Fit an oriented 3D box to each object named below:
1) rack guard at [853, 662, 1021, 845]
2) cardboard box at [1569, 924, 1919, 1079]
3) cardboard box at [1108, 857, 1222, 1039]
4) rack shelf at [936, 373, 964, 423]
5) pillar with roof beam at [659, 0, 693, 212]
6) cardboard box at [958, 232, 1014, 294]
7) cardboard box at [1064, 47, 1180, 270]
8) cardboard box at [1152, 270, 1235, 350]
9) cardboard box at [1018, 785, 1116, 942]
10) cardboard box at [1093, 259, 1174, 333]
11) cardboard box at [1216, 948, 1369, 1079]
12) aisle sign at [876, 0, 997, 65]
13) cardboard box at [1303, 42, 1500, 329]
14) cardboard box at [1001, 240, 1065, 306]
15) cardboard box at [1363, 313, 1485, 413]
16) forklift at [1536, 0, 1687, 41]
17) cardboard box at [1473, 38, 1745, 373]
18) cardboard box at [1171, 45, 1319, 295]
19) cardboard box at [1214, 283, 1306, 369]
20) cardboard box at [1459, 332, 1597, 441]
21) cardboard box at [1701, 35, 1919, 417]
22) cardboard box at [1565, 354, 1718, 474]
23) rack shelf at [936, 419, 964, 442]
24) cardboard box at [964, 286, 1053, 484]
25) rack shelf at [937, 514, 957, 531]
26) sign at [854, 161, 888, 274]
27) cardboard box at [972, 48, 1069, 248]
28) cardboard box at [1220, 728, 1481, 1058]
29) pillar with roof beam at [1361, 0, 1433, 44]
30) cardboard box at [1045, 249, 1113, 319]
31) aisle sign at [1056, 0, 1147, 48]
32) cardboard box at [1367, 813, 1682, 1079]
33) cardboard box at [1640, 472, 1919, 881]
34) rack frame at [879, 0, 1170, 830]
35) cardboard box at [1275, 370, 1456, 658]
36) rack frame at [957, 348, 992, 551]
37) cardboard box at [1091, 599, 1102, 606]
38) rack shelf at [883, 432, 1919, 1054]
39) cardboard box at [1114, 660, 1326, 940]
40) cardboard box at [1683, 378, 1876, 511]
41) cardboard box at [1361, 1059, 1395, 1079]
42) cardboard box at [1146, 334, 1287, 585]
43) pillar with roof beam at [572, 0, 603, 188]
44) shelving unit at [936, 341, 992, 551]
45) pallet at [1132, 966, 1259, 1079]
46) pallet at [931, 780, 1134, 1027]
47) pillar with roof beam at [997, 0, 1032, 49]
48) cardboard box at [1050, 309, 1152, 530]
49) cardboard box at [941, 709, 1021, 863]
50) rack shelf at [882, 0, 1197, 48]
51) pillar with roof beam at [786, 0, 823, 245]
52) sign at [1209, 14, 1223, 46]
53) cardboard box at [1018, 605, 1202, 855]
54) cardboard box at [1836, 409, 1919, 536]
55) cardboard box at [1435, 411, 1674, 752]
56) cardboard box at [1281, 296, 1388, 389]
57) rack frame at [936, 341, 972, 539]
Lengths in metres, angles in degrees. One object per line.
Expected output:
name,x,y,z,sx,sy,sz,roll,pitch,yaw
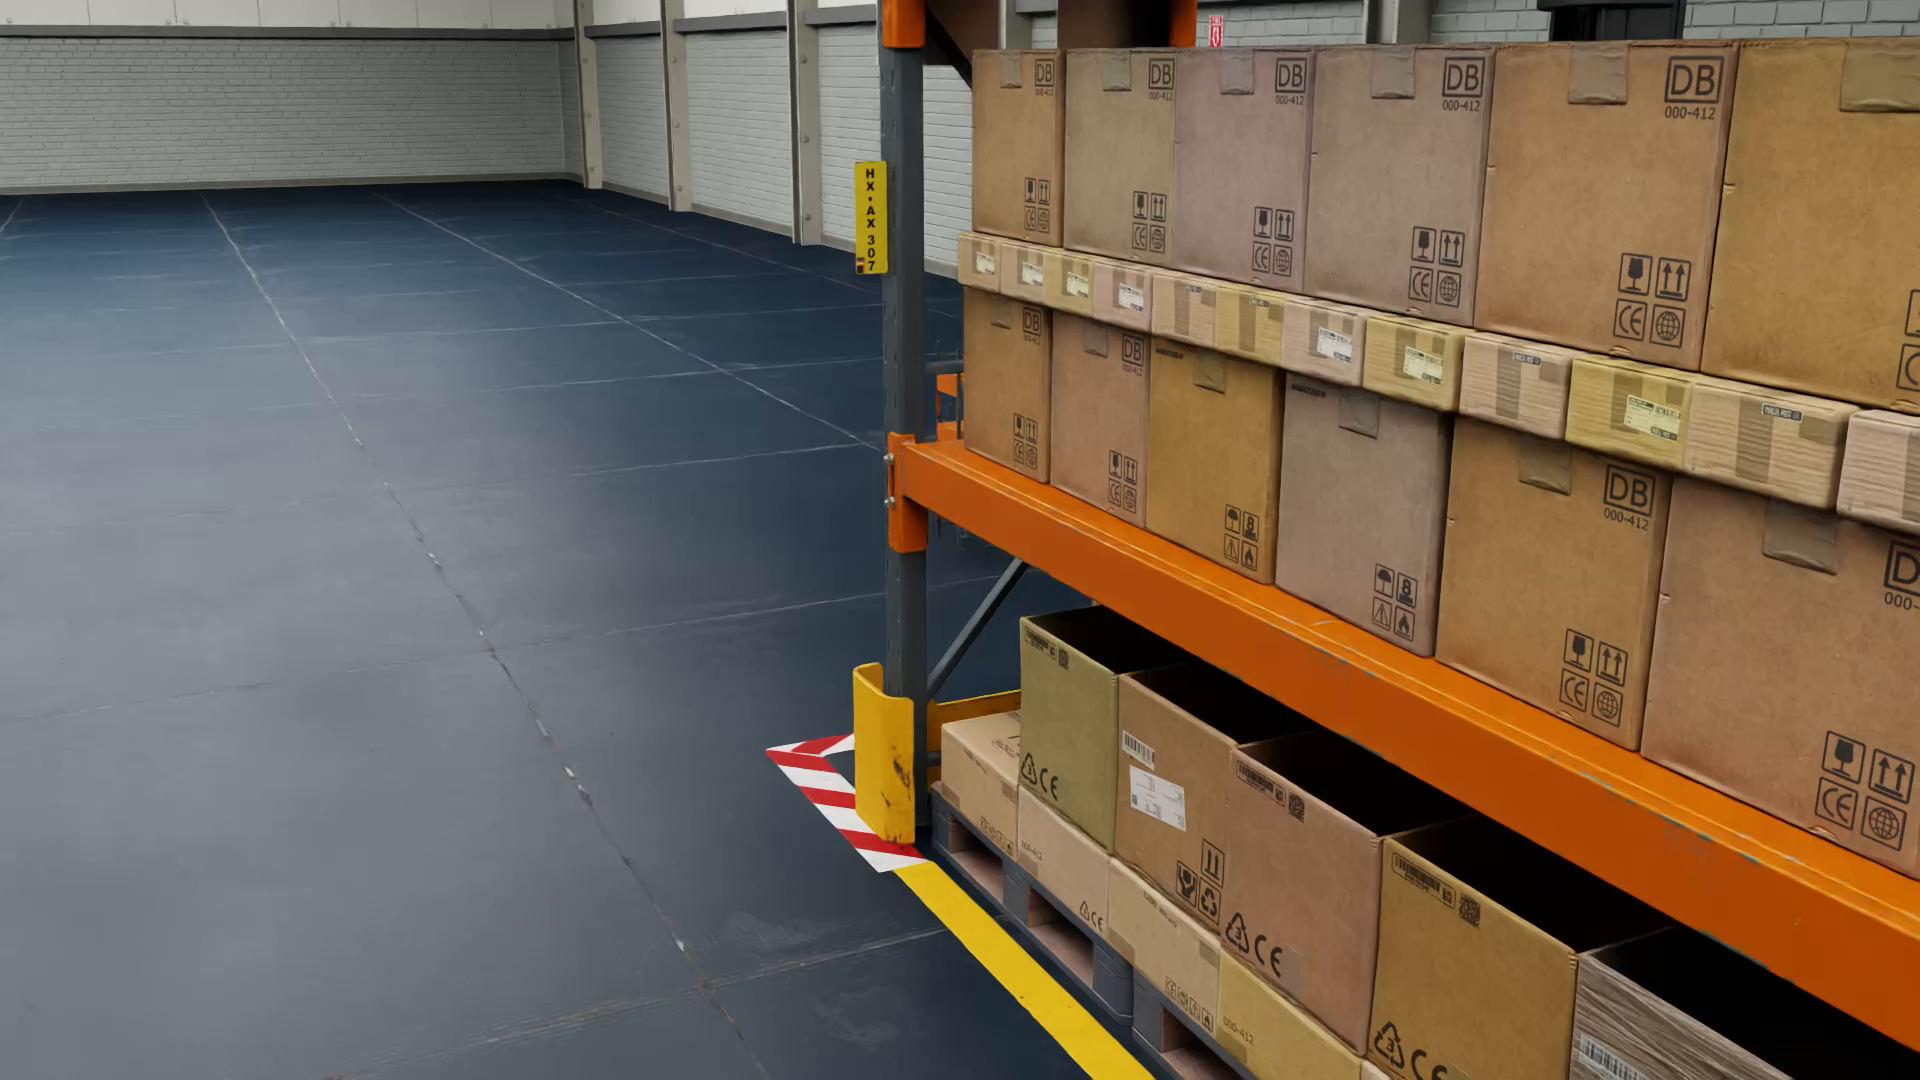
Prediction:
rack guard,0.228,0.632,5.643,1.175,0.500,0.348,-8,18,-25
cardboard box,1.383,0.973,2.785,0.500,0.500,0.500,-8,18,-25
cardboard box,0.715,0.963,4.179,0.500,0.250,0.500,-8,18,-25
rack shelf,0.023,-0.754,8.484,0.215,0.259,0.240,-8,18,-25
pillar with roof beam,-8.610,-9.409,25.223,9.100,9.000,0.400,-8,18,-25
cardboard box,0.217,-0.800,4.745,0.380,0.149,0.250,-8,18,-25
cardboard box,0.690,-0.975,4.178,0.700,0.500,0.500,-8,18,-26
cardboard box,0.671,-0.545,3.853,0.380,0.149,0.250,-8,18,-27
cardboard box,0.496,0.839,4.612,0.500,0.250,0.500,-8,18,-25
cardboard box,0.552,-0.610,4.083,0.380,0.149,0.250,-8,18,-26
cardboard box,0.929,1.088,3.745,0.500,0.250,0.500,-8,18,-25
aisle sign,-0.065,-1.793,4.847,0.394,0.787,0.004,-8,18,-25
cardboard box,1.131,-0.726,3.310,0.700,0.500,0.500,-8,18,-25
cardboard box,0.335,-0.735,4.518,0.380,0.149,0.250,-8,18,-26
cardboard box,1.005,-0.354,3.189,0.380,0.149,0.250,-7,17,-23
forklift,3.626,-1.361,8.180,3.031,2.935,1.130,1,16,3
cardboard box,1.350,-0.602,2.879,0.700,0.500,0.500,-8,18,-25
cardboard box,0.912,-0.851,3.743,0.700,0.500,0.500,-8,18,-25
cardboard box,0.783,-0.481,3.633,0.380,0.149,0.250,-8,18,-26
cardboard box,1.124,-0.289,2.961,0.380,0.149,0.250,-7,17,-23
cardboard box,1.569,-0.478,2.446,0.700,0.500,0.500,-8,18,-25
cardboard box,1.235,-0.226,2.743,0.380,0.149,0.250,-8,18,-25
rack shelf,0.023,-0.481,8.563,0.215,0.259,0.240,-8,18,-25
cardboard box,0.432,-0.495,4.855,0.700,0.500,0.500,-8,18,-25
rack shelf,0.023,-0.214,8.639,0.215,0.259,0.240,-8,18,-25
sign,-0.263,-0.953,4.919,0.100,0.325,0.005,-8,18,-25
cardboard box,0.455,-1.105,4.631,0.700,0.500,0.500,-8,18,-25
cardboard box,0.928,0.728,3.641,0.500,0.500,0.500,-8,18,-25
pillar with roof beam,-0.724,-4.946,9.670,9.100,9.000,0.400,-8,18,-25
cardboard box,0.443,-0.673,4.302,0.380,0.149,0.250,-8,18,-25
aisle sign,0.474,-1.865,5.100,0.394,0.787,0.004,-8,18,-25
cardboard box,1.160,0.850,3.216,0.500,0.500,0.500,-8,18,-25
cardboard box,1.554,0.141,2.642,0.700,0.500,0.500,-8,18,-25
rack frame,0.239,-0.564,5.278,1.000,3.000,0.127,-8,18,-25
cardboard box,1.112,-0.111,3.519,0.700,0.500,0.500,-7,17,-23
rack frame,0.077,-0.461,8.454,0.200,1.050,0.008,-8,18,-25
cardboard box,0.741,0.292,5.158,0.500,0.500,0.500,-8,18,-25
rack shelf,1.115,0.278,3.649,1.077,0.370,4.000,-8,18,-25
cardboard box,0.725,0.601,4.081,0.500,0.500,0.500,-8,18,-25
cardboard box,1.340,-0.165,2.529,0.380,0.149,0.250,-8,18,-25
cardboard box,1.149,1.212,3.314,0.500,0.250,0.500,-8,18,-25
cardboard box,0.878,-0.241,3.972,0.700,0.500,0.500,-8,18,-25
pillar with roof beam,-11.238,-10.897,30.408,9.100,9.000,0.400,-8,18,-25
shelving unit,0.023,-0.491,8.560,0.215,1.050,0.252,-8,18,-25
pallet,1.142,1.263,3.967,1.003,0.211,1.213,-8,18,-25
pallet,0.611,0.961,5.019,1.003,0.211,1.213,-8,18,-25
pillar with roof beam,-3.353,-6.433,14.855,9.100,9.000,0.400,-8,18,-25
cardboard box,0.666,-0.365,4.404,0.700,0.500,0.500,-7,17,-23
cardboard box,0.274,0.716,5.042,0.500,0.250,0.500,-8,18,-25
rack shelf,1.115,-1.164,3.235,1.077,0.370,4.000,-8,18,-25
pillar with roof beam,-5.981,-7.921,20.039,9.100,9.000,0.400,-8,18,-25
sign,2.184,-4.328,14.191,0.001,0.298,0.199,-8,18,-25
cardboard box,0.494,0.479,4.507,0.500,0.500,0.500,-8,18,-25
cardboard box,1.456,-0.100,2.303,0.380,0.149,0.250,-8,18,-27
cardboard box,1.338,0.016,3.077,0.700,0.500,0.500,-7,18,-24
cardboard box,0.890,-0.419,3.416,0.380,0.149,0.250,-7,18,-24
rack frame,-0.030,-0.522,8.665,0.200,1.050,0.008,-8,18,-25
